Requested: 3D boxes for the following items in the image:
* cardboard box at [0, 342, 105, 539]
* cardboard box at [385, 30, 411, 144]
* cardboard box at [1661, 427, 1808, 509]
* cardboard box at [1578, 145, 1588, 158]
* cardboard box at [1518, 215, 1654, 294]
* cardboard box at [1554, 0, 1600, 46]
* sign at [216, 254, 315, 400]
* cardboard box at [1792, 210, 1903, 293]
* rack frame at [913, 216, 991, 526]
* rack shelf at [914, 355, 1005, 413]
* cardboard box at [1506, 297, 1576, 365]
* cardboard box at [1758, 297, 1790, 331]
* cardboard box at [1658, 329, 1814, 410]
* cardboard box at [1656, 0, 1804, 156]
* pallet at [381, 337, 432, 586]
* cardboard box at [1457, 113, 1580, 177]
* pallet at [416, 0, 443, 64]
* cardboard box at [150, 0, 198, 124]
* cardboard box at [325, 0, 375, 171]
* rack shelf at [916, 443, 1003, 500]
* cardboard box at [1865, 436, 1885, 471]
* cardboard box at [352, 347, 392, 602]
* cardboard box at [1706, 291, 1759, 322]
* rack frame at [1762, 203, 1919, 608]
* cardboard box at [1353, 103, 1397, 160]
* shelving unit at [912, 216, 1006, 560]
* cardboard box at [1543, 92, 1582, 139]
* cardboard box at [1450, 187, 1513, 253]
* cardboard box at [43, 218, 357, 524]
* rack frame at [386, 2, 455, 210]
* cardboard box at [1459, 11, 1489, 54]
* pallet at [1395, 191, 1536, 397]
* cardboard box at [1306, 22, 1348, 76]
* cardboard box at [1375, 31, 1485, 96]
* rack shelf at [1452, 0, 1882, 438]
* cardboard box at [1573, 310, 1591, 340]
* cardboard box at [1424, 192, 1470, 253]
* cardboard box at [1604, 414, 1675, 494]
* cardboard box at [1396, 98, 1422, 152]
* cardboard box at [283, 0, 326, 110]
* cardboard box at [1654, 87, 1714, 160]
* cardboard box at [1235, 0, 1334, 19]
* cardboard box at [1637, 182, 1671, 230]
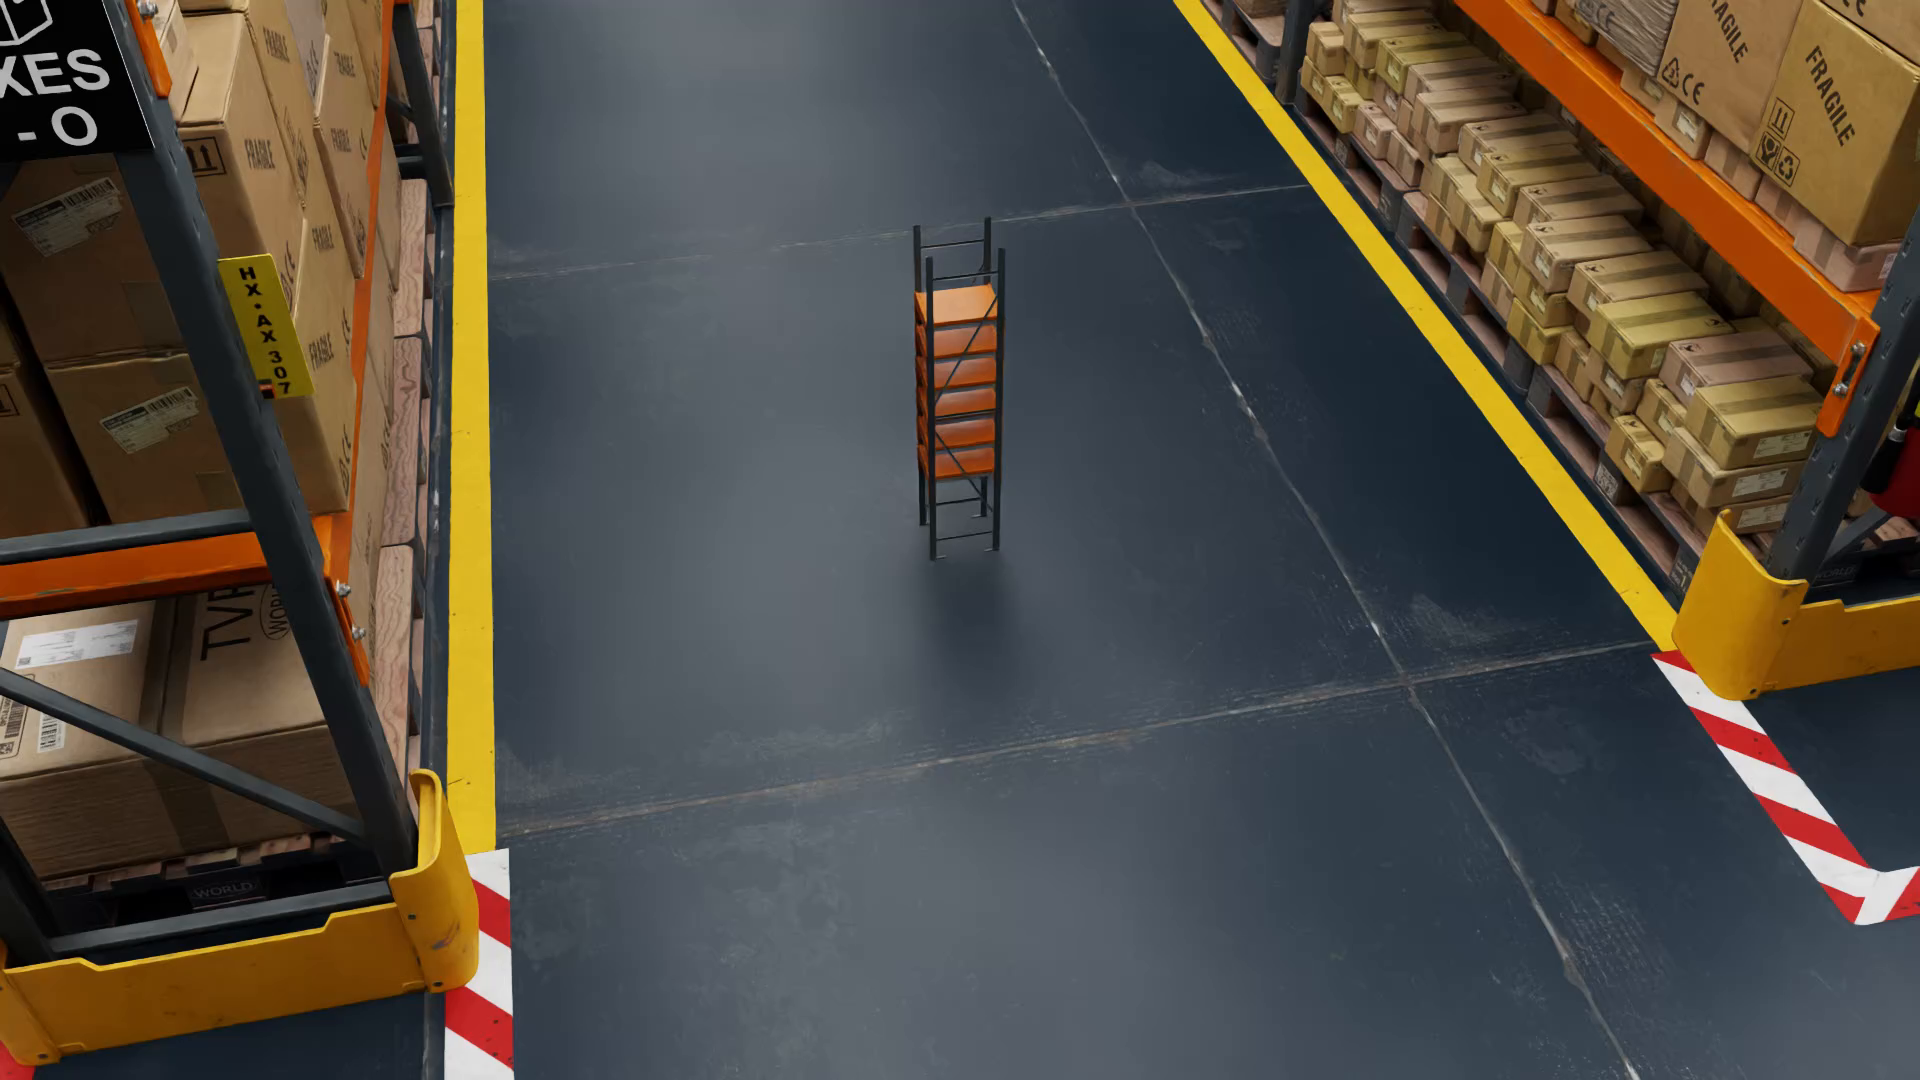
[{"bbox_3d":[-2.256,-0.294,3.747,0.500,0.500,0.500,-8,42,-9],"label":"cardboard box"},{"bbox_3d":[-2.969,-2.328,7.397,0.875,0.875,0.875,-7,42,-8],"label":"cardboard box"},{"bbox_3d":[2.526,-0.260,5.391,0.380,0.149,0.250,-9,42,-10],"label":"cardboard box"},{"bbox_3d":[2.650,-1.533,6.824,0.380,0.149,0.250,-10,43,-11],"label":"cardboard box"},{"bbox_3d":[2.272,-1.041,6.046,0.380,0.149,0.250,-7,42,-8],"label":"cardboard box"},{"bbox_3d":[2.307,-1.851,5.765,0.380,0.149,0.250,-8,42,-9],"label":"cardboard box"},{"bbox_3d":[-1.350,-0.411,3.242,0.100,0.325,0.005,-8,42,-9],"label":"sign"},{"bbox_3d":[2.572,-0.834,4.619,0.380,0.149,0.250,-8,42,-9],"label":"cardboard box"},{"bbox_3d":[-0.023,-0.517,5.429,0.240,1.200,0.006,-8,42,-9],"label":"rack frame"},{"bbox_3d":[-0.003,-0.515,5.312,0.258,0.103,0.180,-8,42,-9],"label":"rack shelf"},{"bbox_3d":[2.291,-0.809,6.233,0.380,0.149,0.250,-10,43,-11],"label":"cardboard box"},{"bbox_3d":[3.031,-0.802,5.777,0.380,0.149,0.250,-8,42,-9],"label":"cardboard box"},{"bbox_3d":[2.558,-0.548,5.491,0.380,0.149,0.250,-8,42,-8],"label":"cardboard box"},{"bbox_3d":[2.464,-1.495,4.875,0.500,0.500,0.500,-9,42,-10],"label":"cardboard box"},{"bbox_3d":[-2.402,-0.236,5.856,1.003,0.211,1.213,-8,42,-9],"label":"pallet"},{"bbox_3d":[2.224,-1.559,6.630,0.380,0.149,0.250,-10,43,-11],"label":"cardboard box"},{"bbox_3d":[-3.264,-2.814,8.761,1.003,0.211,1.213,-8,42,-9],"label":"pallet"},{"bbox_3d":[-1.700,-0.906,3.194,0.380,0.149,0.250,-8,42,-8],"label":"cardboard box"},{"bbox_3d":[-2.069,-1.350,4.936,0.500,0.500,0.500,-7,42,-8],"label":"cardboard box"},{"bbox_3d":[-0.003,-0.245,5.551,0.258,0.103,0.180,-8,42,-9],"label":"rack shelf"},{"bbox_3d":[3.056,-0.335,5.475,0.380,0.149,0.250,-7,42,-7],"label":"cardboard box"},{"bbox_3d":[-2.339,-0.186,5.314,0.875,0.438,0.875,-7,42,-8],"label":"cardboard box"},{"bbox_3d":[2.963,-0.849,6.054,0.380,0.149,0.250,-7,42,-8],"label":"cardboard box"},{"bbox_3d":[2.918,-0.757,4.343,1.000,3.000,0.127,-8,42,-9],"label":"rack frame"},{"bbox_3d":[1.982,-1.832,7.386,0.380,0.149,0.250,-9,42,-9],"label":"cardboard box"},{"bbox_3d":[-0.003,-0.458,5.362,0.258,1.200,0.189,-8,42,-9],"label":"shelving unit"},{"bbox_3d":[2.669,-1.808,6.910,0.380,0.149,0.250,-10,43,-11],"label":"cardboard box"},{"bbox_3d":[2.164,-1.274,6.533,0.380,0.149,0.250,-8,42,-9],"label":"cardboard box"},{"bbox_3d":[-1.716,-0.372,3.834,0.500,0.500,0.500,-9,42,-10],"label":"cardboard box"},{"bbox_3d":[-2.757,-2.575,6.391,1.000,3.000,0.127,-8,42,-9],"label":"rack frame"},{"bbox_3d":[2.480,-2.310,7.476,0.380,0.149,0.250,-8,42,-9],"label":"cardboard box"},{"bbox_3d":[2.501,-1.084,6.812,1.003,0.211,1.213,-8,42,-9],"label":"pallet"},{"bbox_3d":[1.821,-2.271,7.656,0.380,0.149,0.250,-7,42,-7],"label":"cardboard box"},{"bbox_3d":[2.031,-2.066,7.201,0.380,0.149,0.250,-9,42,-10],"label":"cardboard box"},{"bbox_3d":[2.487,-1.784,6.042,1.077,0.370,4.000,-8,42,-9],"label":"rack shelf"},{"bbox_3d":[2.454,-0.786,5.983,0.380,0.149,0.250,-9,42,-10],"label":"cardboard box"},{"bbox_3d":[2.140,-1.323,6.812,0.380,0.149,0.250,-9,42,-10],"label":"cardboard box"},{"bbox_3d":[2.447,-0.311,5.672,0.380,0.149,0.250,-7,42,-8],"label":"cardboard box"},{"bbox_3d":[2.106,-1.792,7.116,0.380,0.149,0.250,-10,43,-11],"label":"cardboard box"},{"bbox_3d":[-1.956,-1.412,4.252,0.500,0.500,0.500,-9,42,-10],"label":"cardboard box"},{"bbox_3d":[2.408,-1.323,5.170,0.380,0.149,0.250,-7,42,-8],"label":"cardboard box"},{"bbox_3d":[1.649,-3.016,8.454,0.500,0.500,0.500,-9,42,-10],"label":"cardboard box"},{"bbox_3d":[2.834,-1.309,6.348,0.380,0.149,0.250,-8,42,-9],"label":"cardboard box"}]
